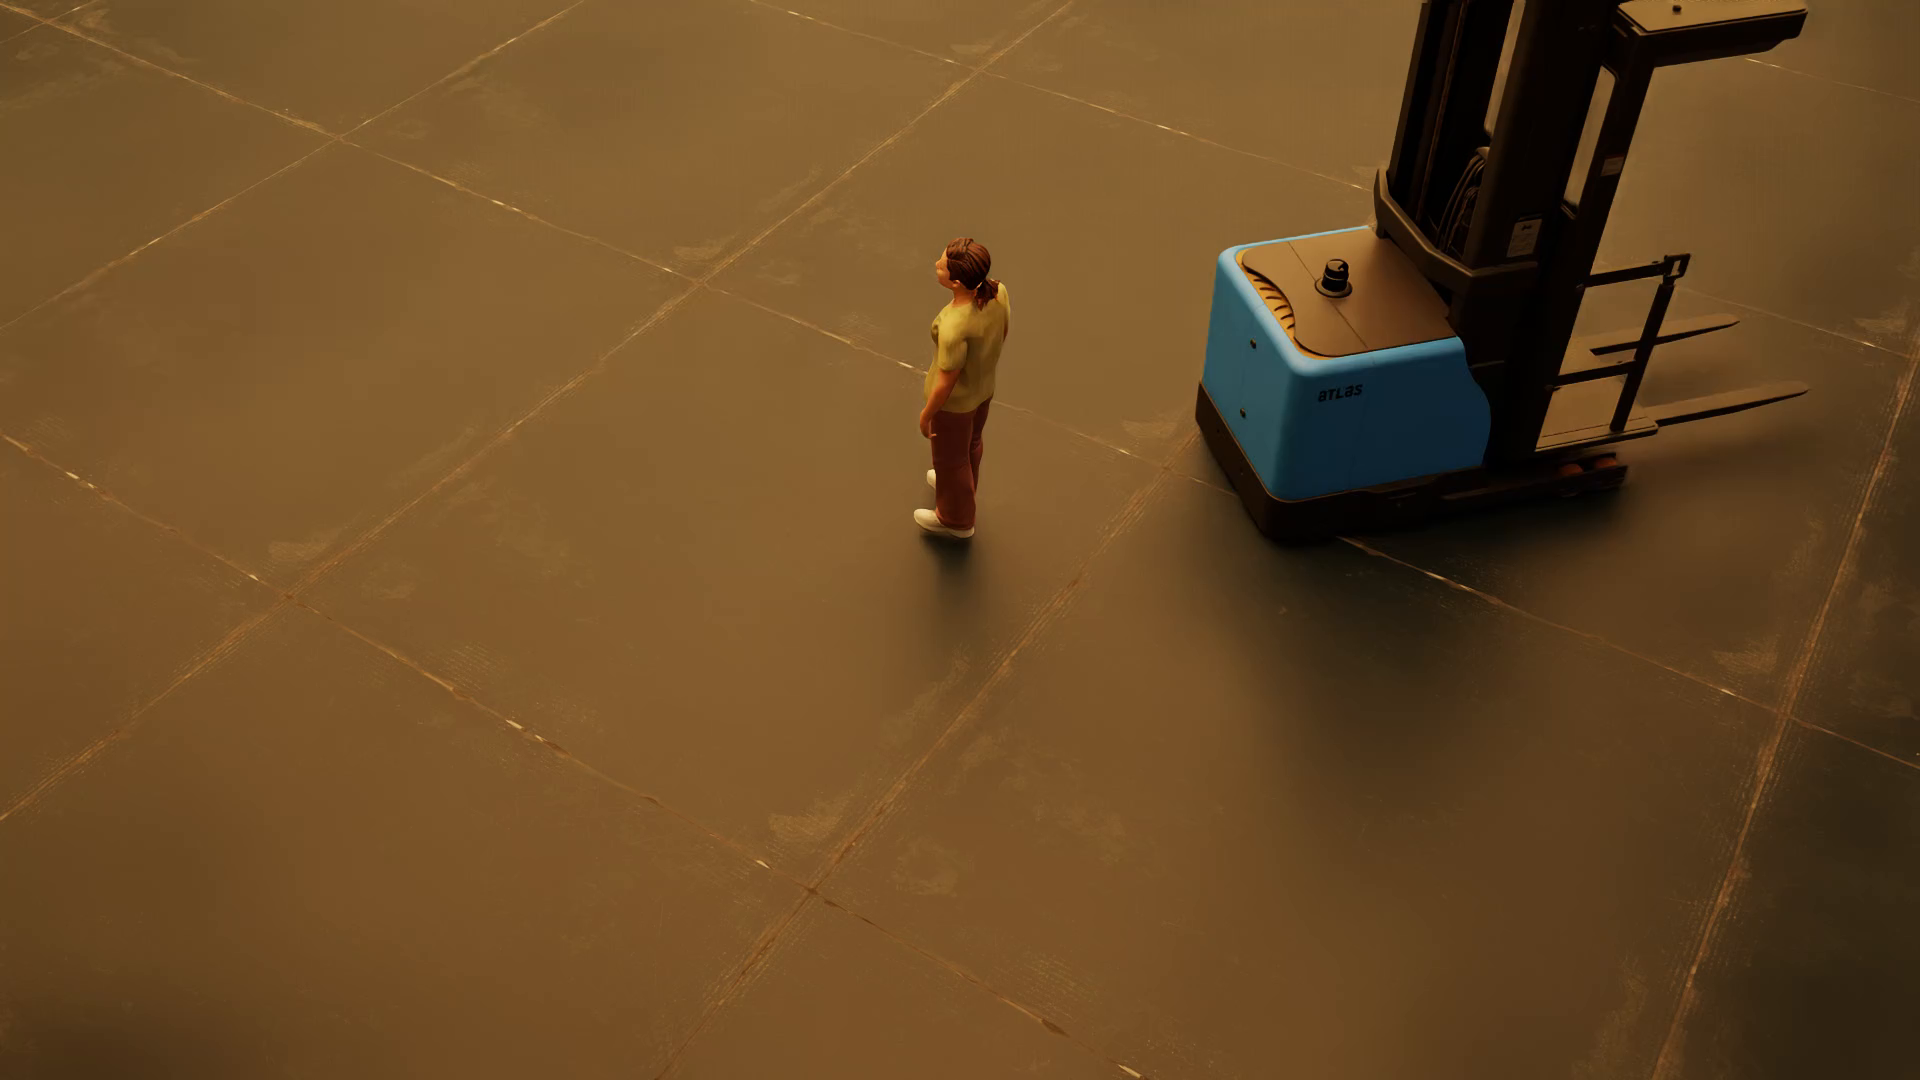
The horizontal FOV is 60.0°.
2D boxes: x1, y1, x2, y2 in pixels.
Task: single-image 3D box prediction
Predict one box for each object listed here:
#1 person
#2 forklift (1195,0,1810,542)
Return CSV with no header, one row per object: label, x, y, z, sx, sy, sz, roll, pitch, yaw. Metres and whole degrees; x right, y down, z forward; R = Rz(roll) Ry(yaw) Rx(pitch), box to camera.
person,-0.056,-0.677,7.406,0.548,1.674,0.552,24,48,23
forklift,2.781,-1.617,7.554,3.031,2.935,1.130,-11,45,-11
